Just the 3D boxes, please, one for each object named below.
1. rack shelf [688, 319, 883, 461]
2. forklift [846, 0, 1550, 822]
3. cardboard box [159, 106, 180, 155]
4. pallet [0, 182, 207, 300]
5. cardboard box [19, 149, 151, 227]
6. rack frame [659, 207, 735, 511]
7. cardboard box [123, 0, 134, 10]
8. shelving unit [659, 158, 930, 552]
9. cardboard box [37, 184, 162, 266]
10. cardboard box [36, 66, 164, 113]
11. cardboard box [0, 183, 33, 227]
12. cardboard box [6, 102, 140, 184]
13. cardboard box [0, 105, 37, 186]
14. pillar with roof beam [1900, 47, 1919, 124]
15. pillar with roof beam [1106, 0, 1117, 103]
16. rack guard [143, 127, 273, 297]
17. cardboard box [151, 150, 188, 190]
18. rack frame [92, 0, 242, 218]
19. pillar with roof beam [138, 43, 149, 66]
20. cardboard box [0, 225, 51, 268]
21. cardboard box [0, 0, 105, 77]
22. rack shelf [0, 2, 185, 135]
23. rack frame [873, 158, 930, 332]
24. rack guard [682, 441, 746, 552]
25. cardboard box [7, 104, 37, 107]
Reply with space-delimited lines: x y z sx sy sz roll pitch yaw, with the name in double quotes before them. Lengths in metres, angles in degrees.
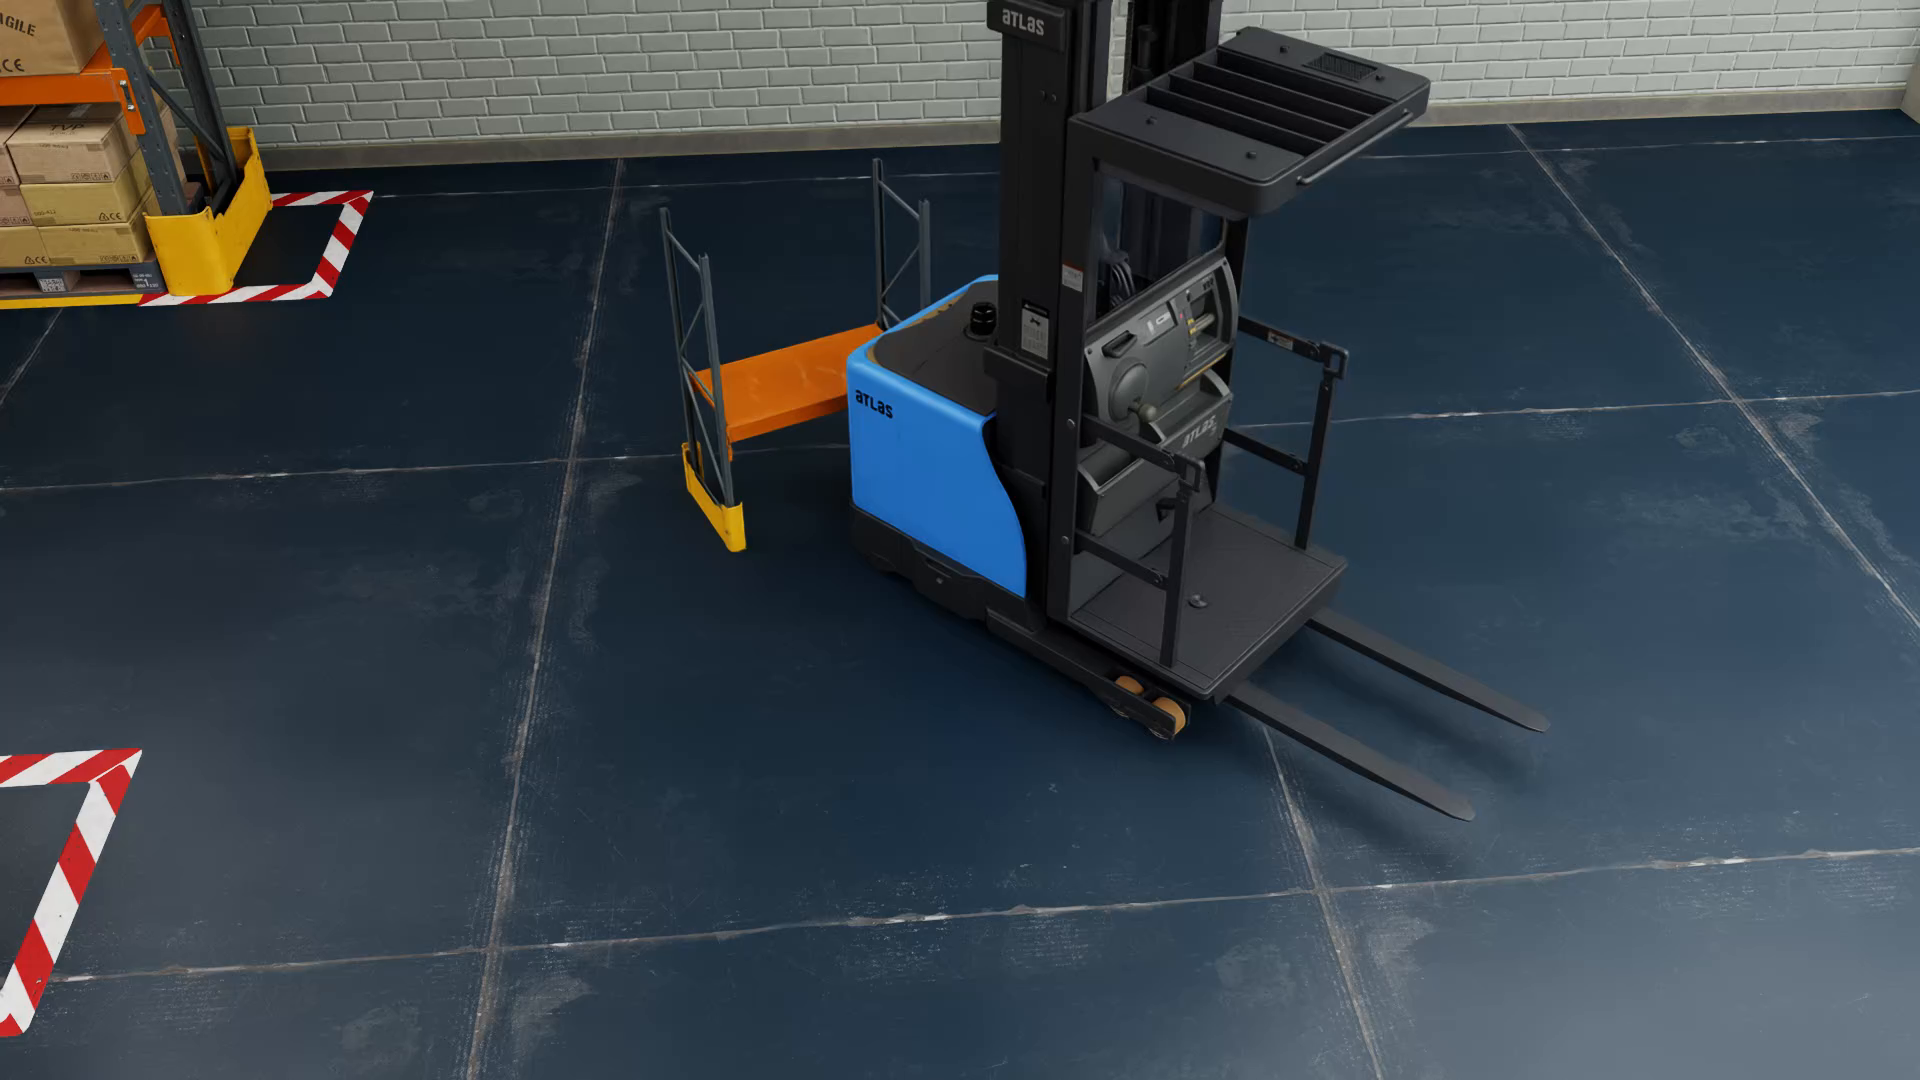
"rack shelf" -0.711 -0.708 7.727 1.000 0.185 0.538 -18 42 -22
"forklift" 0.943 -0.717 6.293 3.031 2.935 1.130 28 46 31
"cardboard box" -4.931 -2.320 9.746 0.500 0.250 0.500 -2 38 -3
"pallet" -5.203 -1.773 9.827 1.213 0.211 1.003 -3 38 -4
"cardboard box" -4.902 -1.998 9.338 0.500 0.250 0.500 -4 38 -5
"rack frame" -1.159 -0.700 7.426 0.032 1.500 0.500 -18 42 -22
"cardboard box" -4.963 -3.119 9.201 0.500 0.500 0.500 -2 38 -3
"shelving unit" -0.719 -0.847 7.612 1.083 1.500 0.587 -18 42 -22
"cardboard box" -4.885 -1.801 9.491 0.500 0.250 0.500 -3 38 -4
"cardboard box" -4.940 -2.504 9.576 0.500 0.250 0.500 -4 38 -5
"cardboard box" -5.402 -1.977 9.311 0.500 0.250 0.500 -3 38 -4
"cardboard box" -4.876 -2.196 9.185 0.500 0.250 0.500 -2 38 -2
"cardboard box" -5.384 -2.164 9.145 0.500 0.250 0.500 -2 38 -3
"pillar with roof beam" 7.116 -3.811 5.315 0.400 9.000 9.100 -3 38 -4
"pillar with roof beam" 1.140 -3.482 4.898 0.400 9.000 9.100 -3 38 -4
"rack guard" -4.421 -1.956 9.825 0.348 0.500 1.175 -3 38 -4
"cardboard box" -4.951 -2.115 9.890 0.500 0.250 0.500 -3 38 -4
"rack frame" -4.445 -2.936 9.049 0.127 3.000 1.000 -3 38 -4
"pillar with roof beam" -4.837 -3.153 4.481 0.400 9.000 9.100 -3 38 -4
"cardboard box" -5.381 -1.779 9.464 0.500 0.250 0.500 -3 38 -4
"cardboard box" -4.912 -2.786 8.779 0.500 0.500 0.500 -4 38 -5
"rack shelf" -6.437 -2.544 9.133 4.000 0.370 1.077 -3 38 -4
"rack frame" -0.264 -0.999 7.805 0.032 1.500 0.500 -18 42 -22
"rack guard" -1.158 -0.210 7.814 0.087 0.250 0.587 -18 42 -22
"cardboard box" -5.438 -2.475 9.538 0.500 0.250 0.500 -3 38 -4
